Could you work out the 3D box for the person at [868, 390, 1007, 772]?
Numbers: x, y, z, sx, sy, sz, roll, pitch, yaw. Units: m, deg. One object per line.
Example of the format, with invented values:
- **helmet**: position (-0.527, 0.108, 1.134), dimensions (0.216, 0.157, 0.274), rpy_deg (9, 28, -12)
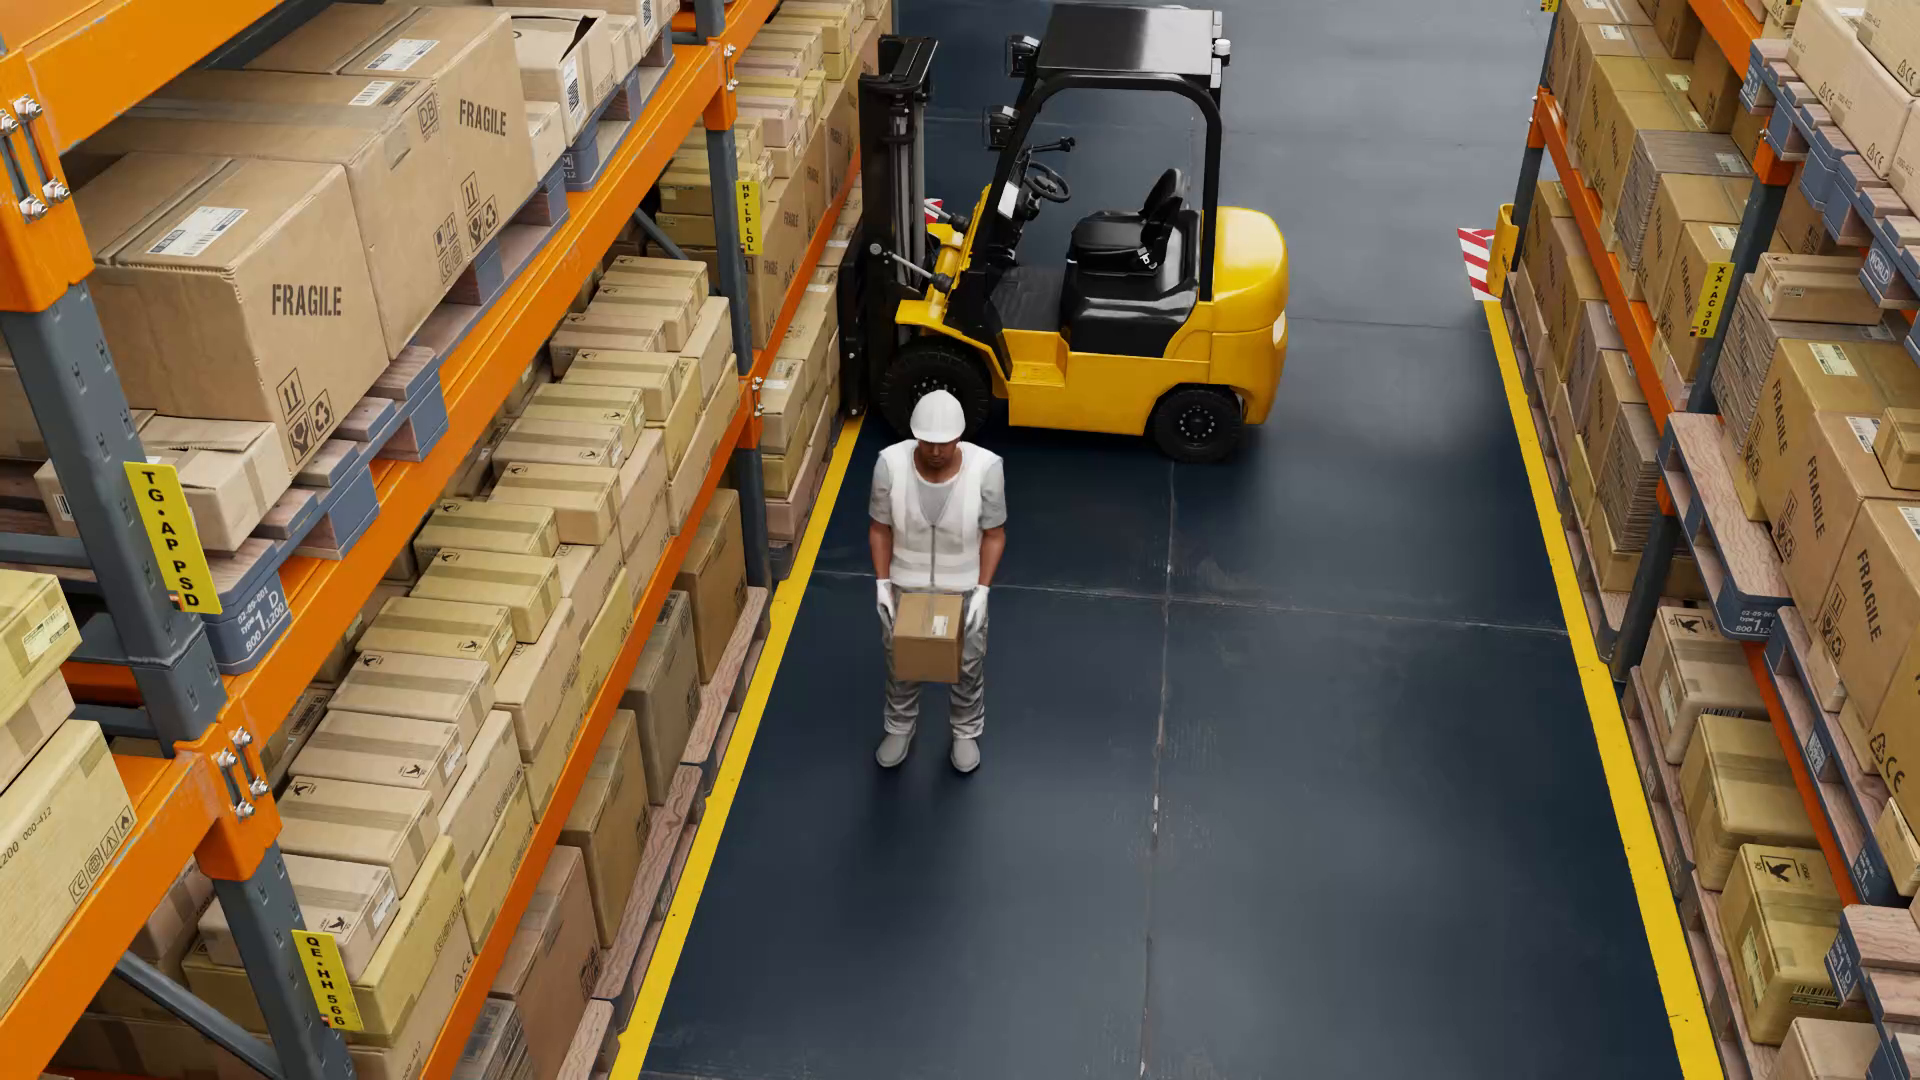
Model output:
- **person**: position (-0.095, 0.189, 6.759), dimensions (0.555, 1.787, 0.469), rpy_deg (4, 36, 5)
